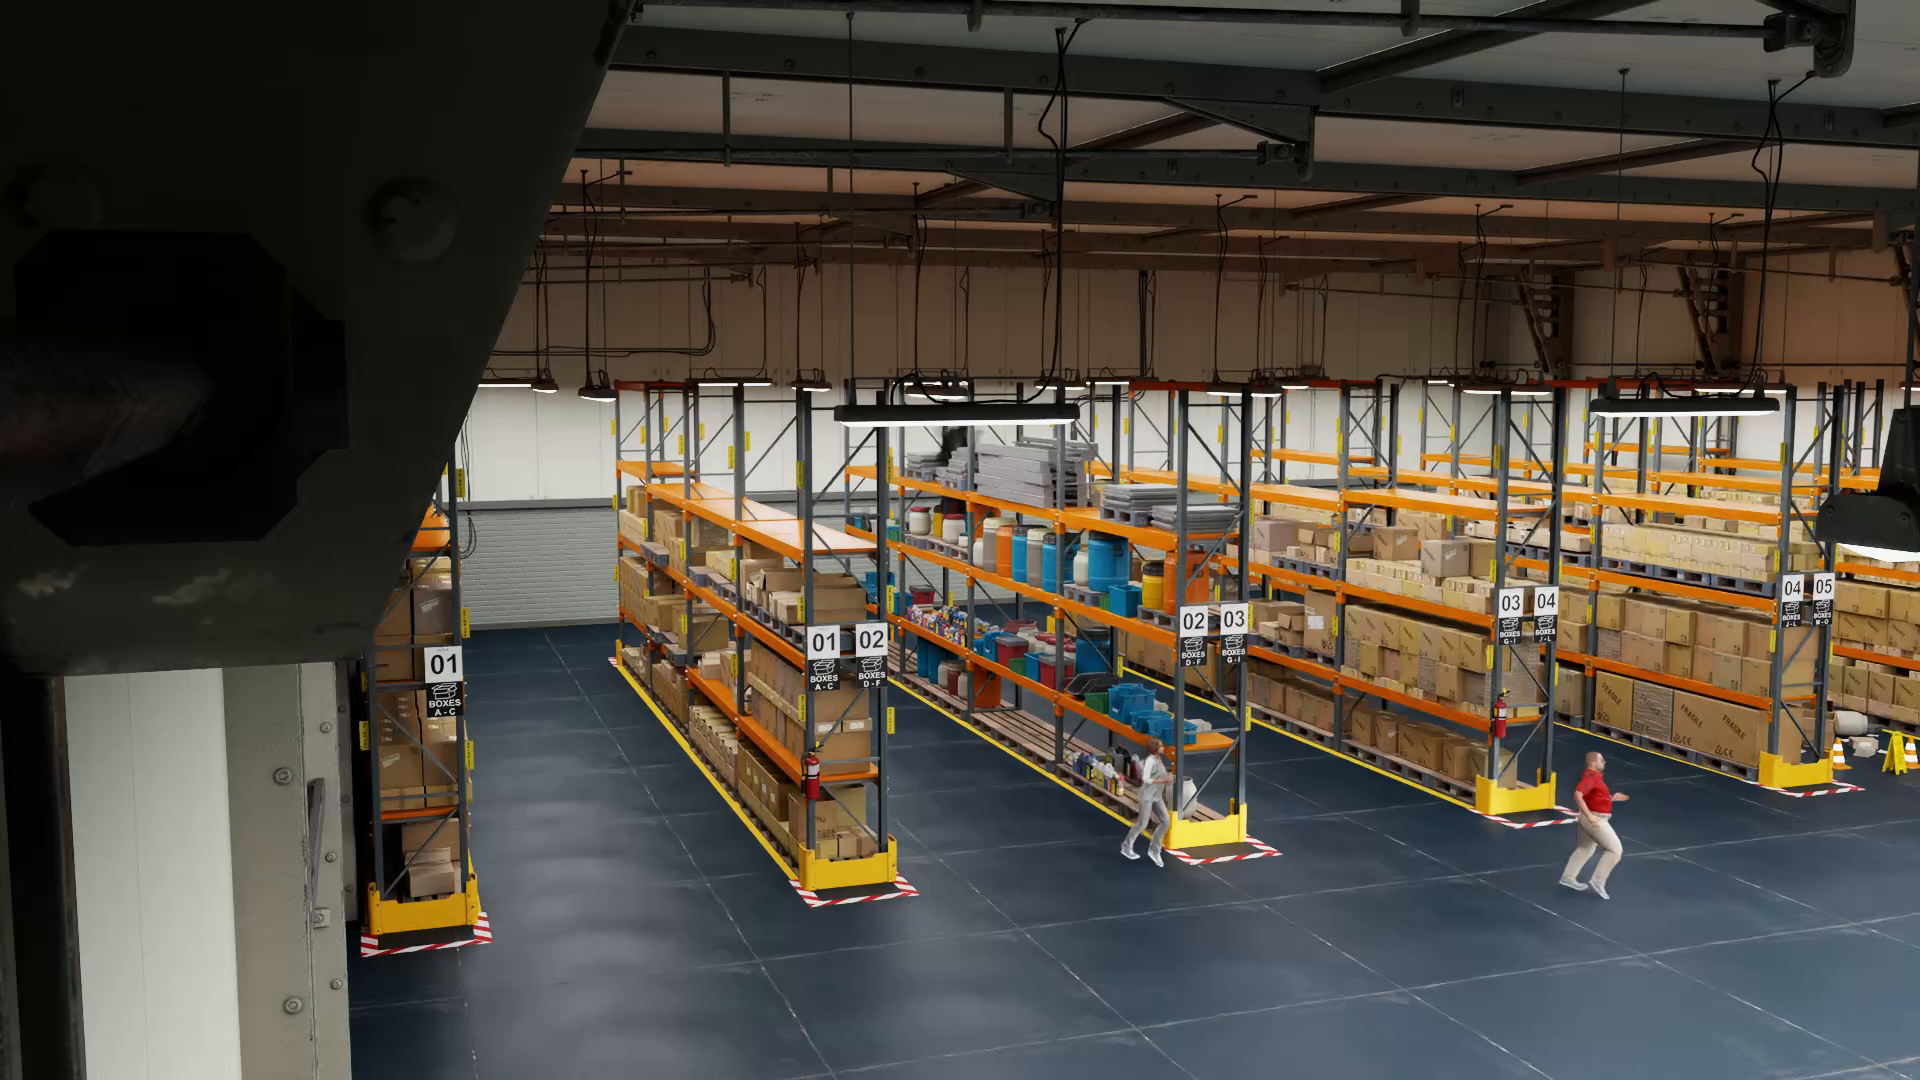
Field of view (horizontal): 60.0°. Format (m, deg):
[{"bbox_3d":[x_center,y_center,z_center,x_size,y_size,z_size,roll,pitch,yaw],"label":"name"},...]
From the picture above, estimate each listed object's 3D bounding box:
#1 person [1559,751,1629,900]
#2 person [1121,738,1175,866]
[{"bbox_3d":[7.564,3.396,19.807,0.744,1.774,0.635,1,6,8],"label":"person"},{"bbox_3d":[2.427,3.328,21.141,0.686,1.614,0.536,4,7,31],"label":"person"}]
